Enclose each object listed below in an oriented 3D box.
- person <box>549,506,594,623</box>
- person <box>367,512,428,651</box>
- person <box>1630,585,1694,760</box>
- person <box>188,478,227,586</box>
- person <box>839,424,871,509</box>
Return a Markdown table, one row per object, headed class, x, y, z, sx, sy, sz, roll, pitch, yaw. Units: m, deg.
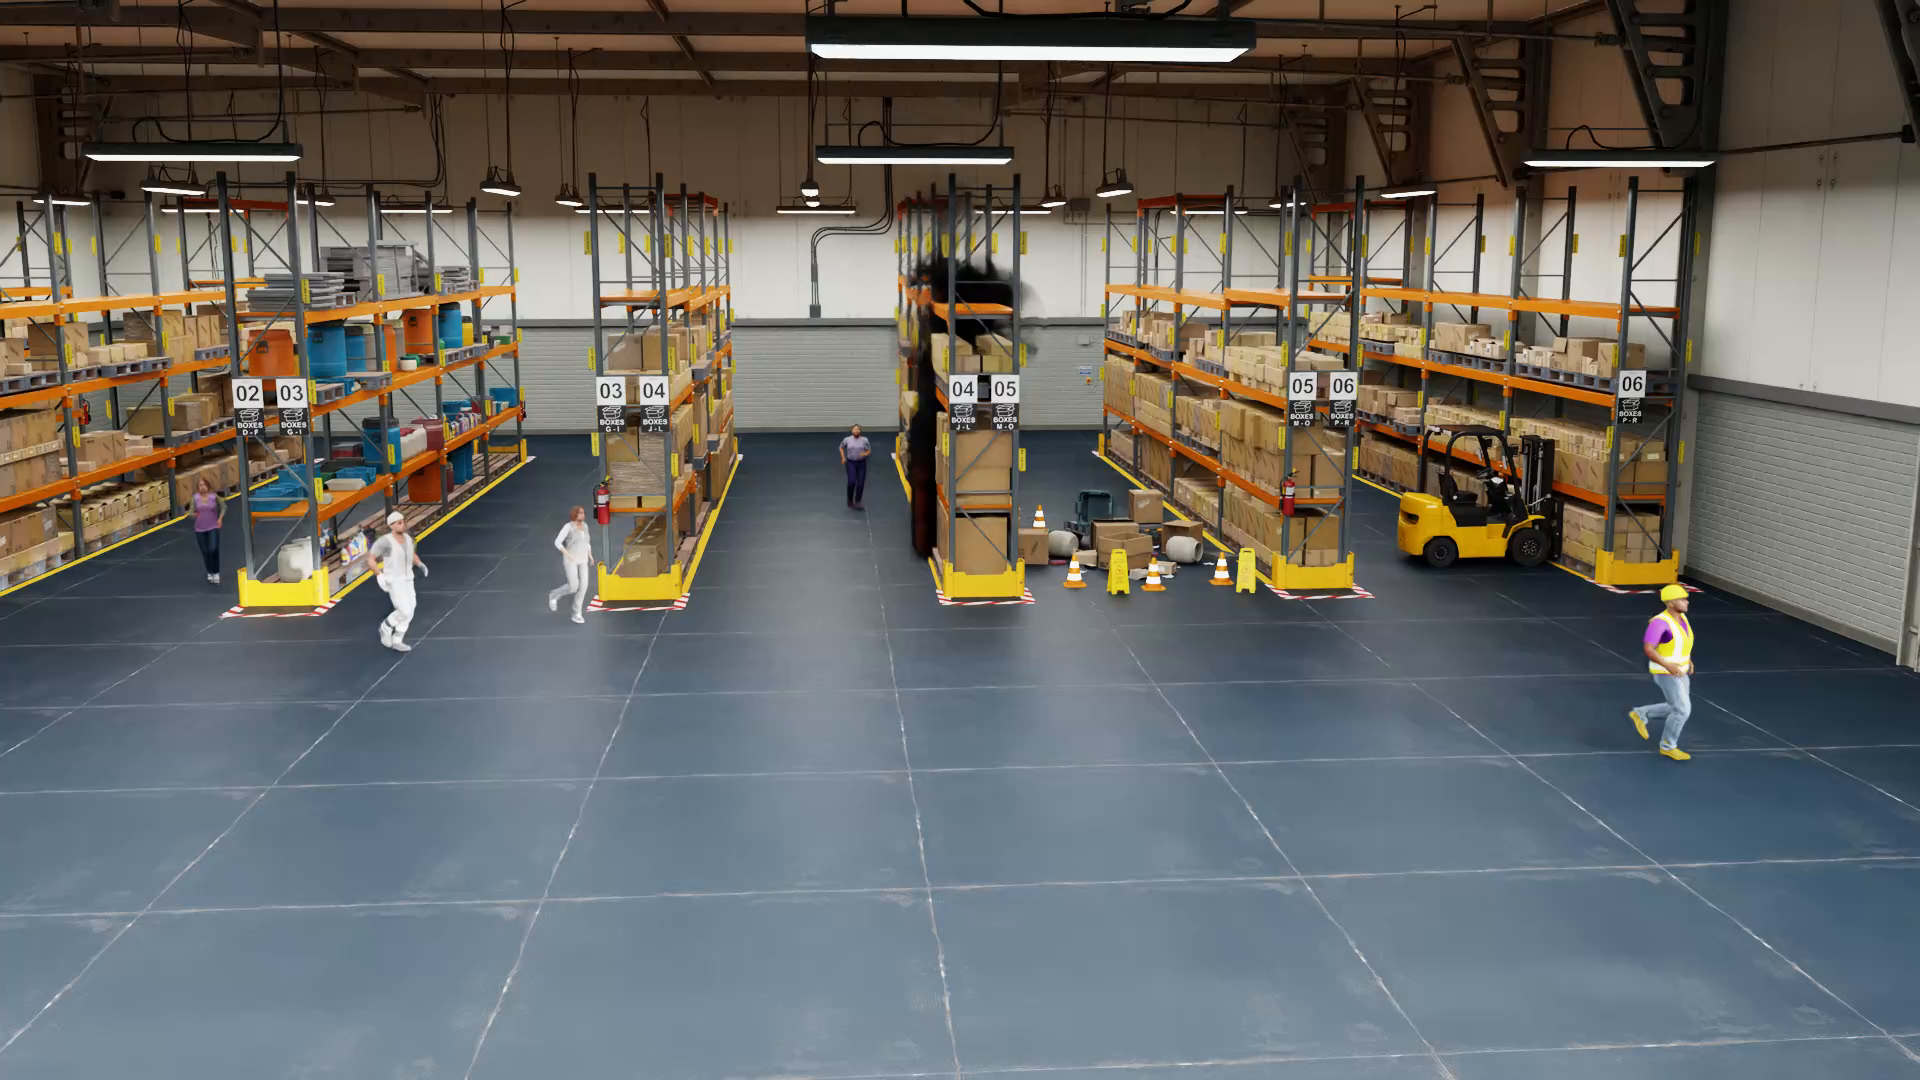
| class | x | y | z | sx | sy | sz | roll | pitch | yaw |
| --- | --- | --- | --- | --- | --- | --- | --- | --- | --- |
| person | -5.206 | 0.303 | 22.560 | 0.702 | 1.538 | 0.594 | 8 | 13 | 37 |
| person | -6.969 | 0.518 | 20.728 | 0.584 | 1.749 | 0.654 | 5 | 11 | 25 |
| person | 6.963 | 1.281 | 16.458 | 0.665 | 1.722 | 0.722 | 9 | 14 | 43 |
| person | -11.218 | -0.116 | 24.811 | 0.517 | 1.594 | 0.639 | -3 | 10 | -17 |
| person | -1.997 | -1.404 | 31.969 | 0.578 | 1.635 | 0.653 | -2 | 10 | -12 |
